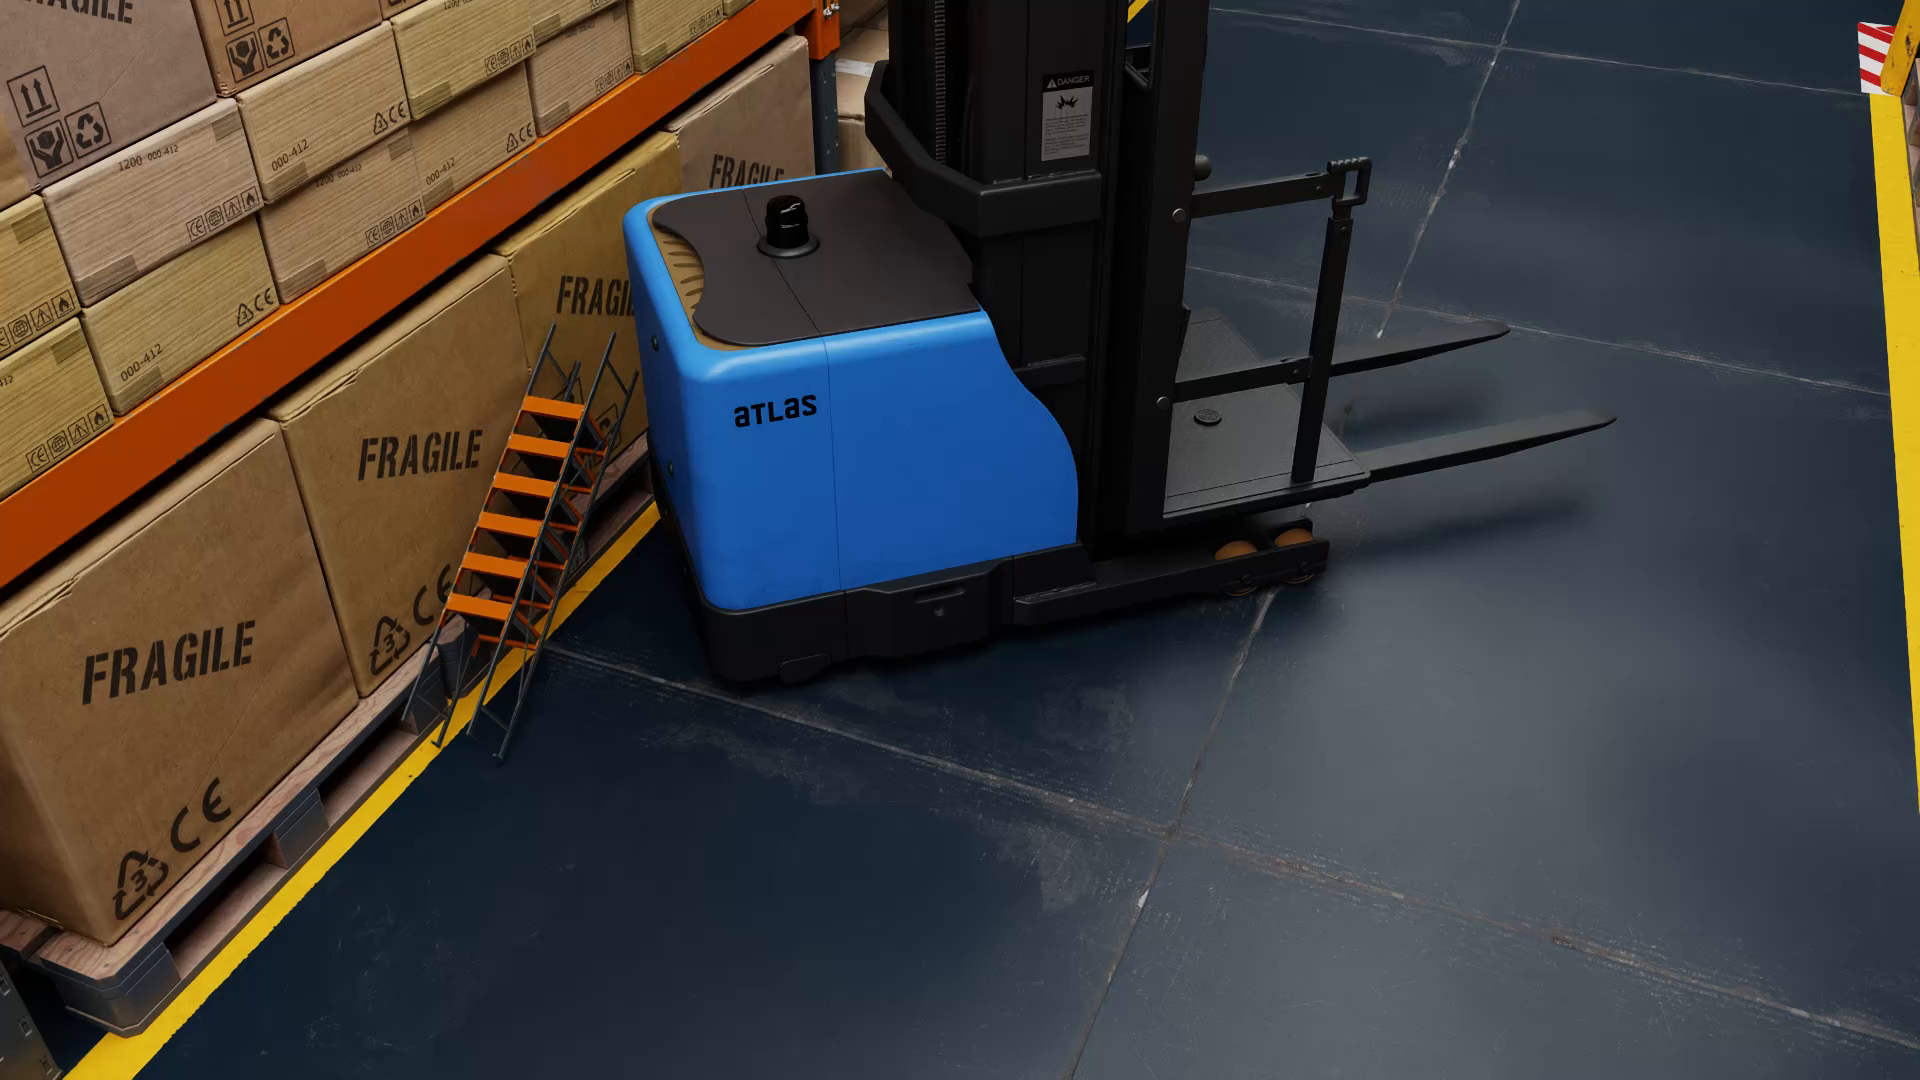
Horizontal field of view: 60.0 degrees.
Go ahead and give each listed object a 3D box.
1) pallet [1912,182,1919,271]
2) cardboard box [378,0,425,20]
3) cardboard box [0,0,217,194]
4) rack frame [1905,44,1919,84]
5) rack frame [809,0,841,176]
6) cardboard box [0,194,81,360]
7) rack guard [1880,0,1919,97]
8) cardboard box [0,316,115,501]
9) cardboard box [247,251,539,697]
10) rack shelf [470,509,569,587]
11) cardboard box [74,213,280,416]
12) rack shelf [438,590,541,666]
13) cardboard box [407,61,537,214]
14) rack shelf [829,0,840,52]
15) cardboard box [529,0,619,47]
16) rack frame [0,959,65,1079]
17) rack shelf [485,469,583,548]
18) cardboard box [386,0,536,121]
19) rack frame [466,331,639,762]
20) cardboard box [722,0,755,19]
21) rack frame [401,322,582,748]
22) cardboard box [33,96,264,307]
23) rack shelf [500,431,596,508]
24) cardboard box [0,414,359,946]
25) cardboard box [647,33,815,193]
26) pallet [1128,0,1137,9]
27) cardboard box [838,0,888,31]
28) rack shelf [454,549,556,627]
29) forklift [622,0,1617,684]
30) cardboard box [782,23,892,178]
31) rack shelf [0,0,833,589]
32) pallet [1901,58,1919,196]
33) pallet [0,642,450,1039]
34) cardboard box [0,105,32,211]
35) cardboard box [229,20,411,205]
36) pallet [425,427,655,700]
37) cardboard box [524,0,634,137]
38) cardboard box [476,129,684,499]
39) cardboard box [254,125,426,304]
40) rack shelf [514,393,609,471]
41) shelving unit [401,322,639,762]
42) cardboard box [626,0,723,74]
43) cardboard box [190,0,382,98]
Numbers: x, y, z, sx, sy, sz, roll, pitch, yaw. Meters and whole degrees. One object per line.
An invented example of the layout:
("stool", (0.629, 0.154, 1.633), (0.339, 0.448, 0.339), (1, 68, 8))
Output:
("pallet", (4.377, -1.127, 6.581), (1.003, 0.211, 1.213), (14, 39, 18))
("cardboard box", (-1.462, -1.596, 3.961), (0.500, 0.500, 0.500), (14, 39, 18))
("cardboard box", (-1.868, -1.034, 3.210), (0.500, 0.500, 0.500), (14, 39, 18))
("rack frame", (5.174, -3.400, 7.294), (1.000, 3.000, 0.127), (14, 39, 18))
("rack frame", (-0.940, -2.314, 5.841), (1.000, 3.000, 0.127), (14, 39, 18))
("cardboard box", (-2.041, -0.464, 3.073), (0.500, 0.250, 0.500), (14, 39, 17))
("rack guard", (5.145, -2.357, 7.986), (1.175, 0.500, 0.348), (14, 39, 18))
("cardboard box", (-2.043, -0.253, 3.209), (0.500, 0.250, 0.500), (13, 39, 17))
("cardboard box", (-1.779, -0.273, 4.534), (0.875, 0.875, 0.875), (14, 39, 18))
("rack shelf", (-1.195, 0.027, 4.544), (0.180, 0.258, 0.103), (10, 68, 11))
("cardboard box", (-1.864, -0.542, 3.594), (0.500, 0.250, 0.500), (13, 39, 16))
("rack shelf", (-1.251, 0.243, 4.455), (0.180, 0.258, 0.103), (10, 68, 11))
("cardboard box", (-1.475, -1.105, 4.348), (0.500, 0.250, 0.500), (14, 39, 18))
("rack shelf", (-0.179, -3.134, 7.538), (1.077, 0.370, 4.000), (14, 39, 18))
("cardboard box", (-1.258, -1.589, 4.577), (0.500, 0.250, 0.500), (15, 39, 19))
("rack frame", (-2.462, -0.100, 2.878), (1.000, 3.000, 0.127), (14, 39, 18))
("rack shelf", (-1.167, -0.081, 4.589), (0.180, 0.258, 0.103), (10, 68, 11))
("cardboard box", (-1.437, -1.301, 4.193), (0.500, 0.250, 0.500), (15, 39, 19))
("rack frame", (-1.096, 0.003, 4.543), (0.006, 0.240, 1.200), (10, 68, 11))
("cardboard box", (-0.878, -1.949, 5.477), (0.500, 0.250, 0.500), (13, 39, 17))
("rack frame", (-1.273, -0.028, 4.579), (0.006, 0.240, 1.200), (10, 68, 11))
("cardboard box", (-1.843, -0.750, 3.456), (0.500, 0.250, 0.500), (15, 39, 19))
("rack shelf", (-1.139, -0.189, 4.634), (0.180, 0.258, 0.103), (10, 68, 11))
("cardboard box", (-2.122, 0.220, 3.875), (0.875, 0.875, 0.875), (14, 39, 17))
("cardboard box", (-1.102, -1.270, 5.868), (0.875, 0.875, 0.875), (15, 39, 19))
("pallet", (0.350, -2.952, 9.023), (1.003, 0.211, 1.213), (14, 39, 18))
("cardboard box", (-0.262, -2.275, 7.578), (0.875, 0.438, 0.875), (13, 39, 16))
("rack shelf", (-1.223, 0.135, 4.500), (0.180, 0.258, 0.103), (10, 68, 11))
("forklift", (0.597, -1.293, 4.532), (3.031, 2.935, 1.130), (-11, 38, -15))
("cardboard box", (-0.602, -1.780, 6.915), (0.875, 0.438, 0.875), (13, 39, 17))
("rack shelf", (-1.701, -0.919, 4.575), (1.077, 0.370, 4.000), (14, 39, 18))
("pallet", (4.842, -1.800, 7.482), (1.003, 0.211, 1.213), (14, 39, 18))
("pallet", (-2.092, 0.598, 4.274), (1.003, 0.211, 1.213), (14, 39, 18))
("cardboard box", (-2.048, -0.758, 2.840), (0.500, 0.500, 0.500), (13, 39, 16))
("cardboard box", (-1.642, -1.023, 3.821), (0.500, 0.250, 0.500), (14, 39, 18))
("pallet", (-1.627, -0.075, 5.174), (1.003, 0.211, 1.213), (14, 39, 18))
("cardboard box", (-1.282, -1.392, 4.732), (0.500, 0.250, 0.500), (13, 39, 17))
("cardboard box", (-1.439, -0.768, 5.196), (0.875, 0.875, 0.875), (15, 39, 19))
("cardboard box", (-1.659, -0.831, 3.981), (0.500, 0.250, 0.500), (15, 39, 19))
("rack shelf", (-1.111, -0.296, 4.678), (0.180, 0.258, 0.103), (10, 68, 11))
("shelving unit", (-1.184, -0.013, 4.561), (0.189, 0.258, 1.200), (10, 68, 11))
("cardboard box", (-1.072, -1.667, 5.100), (0.500, 0.250, 0.500), (13, 39, 17))
("cardboard box", (-1.657, -1.317, 3.588), (0.500, 0.500, 0.500), (15, 39, 19))
